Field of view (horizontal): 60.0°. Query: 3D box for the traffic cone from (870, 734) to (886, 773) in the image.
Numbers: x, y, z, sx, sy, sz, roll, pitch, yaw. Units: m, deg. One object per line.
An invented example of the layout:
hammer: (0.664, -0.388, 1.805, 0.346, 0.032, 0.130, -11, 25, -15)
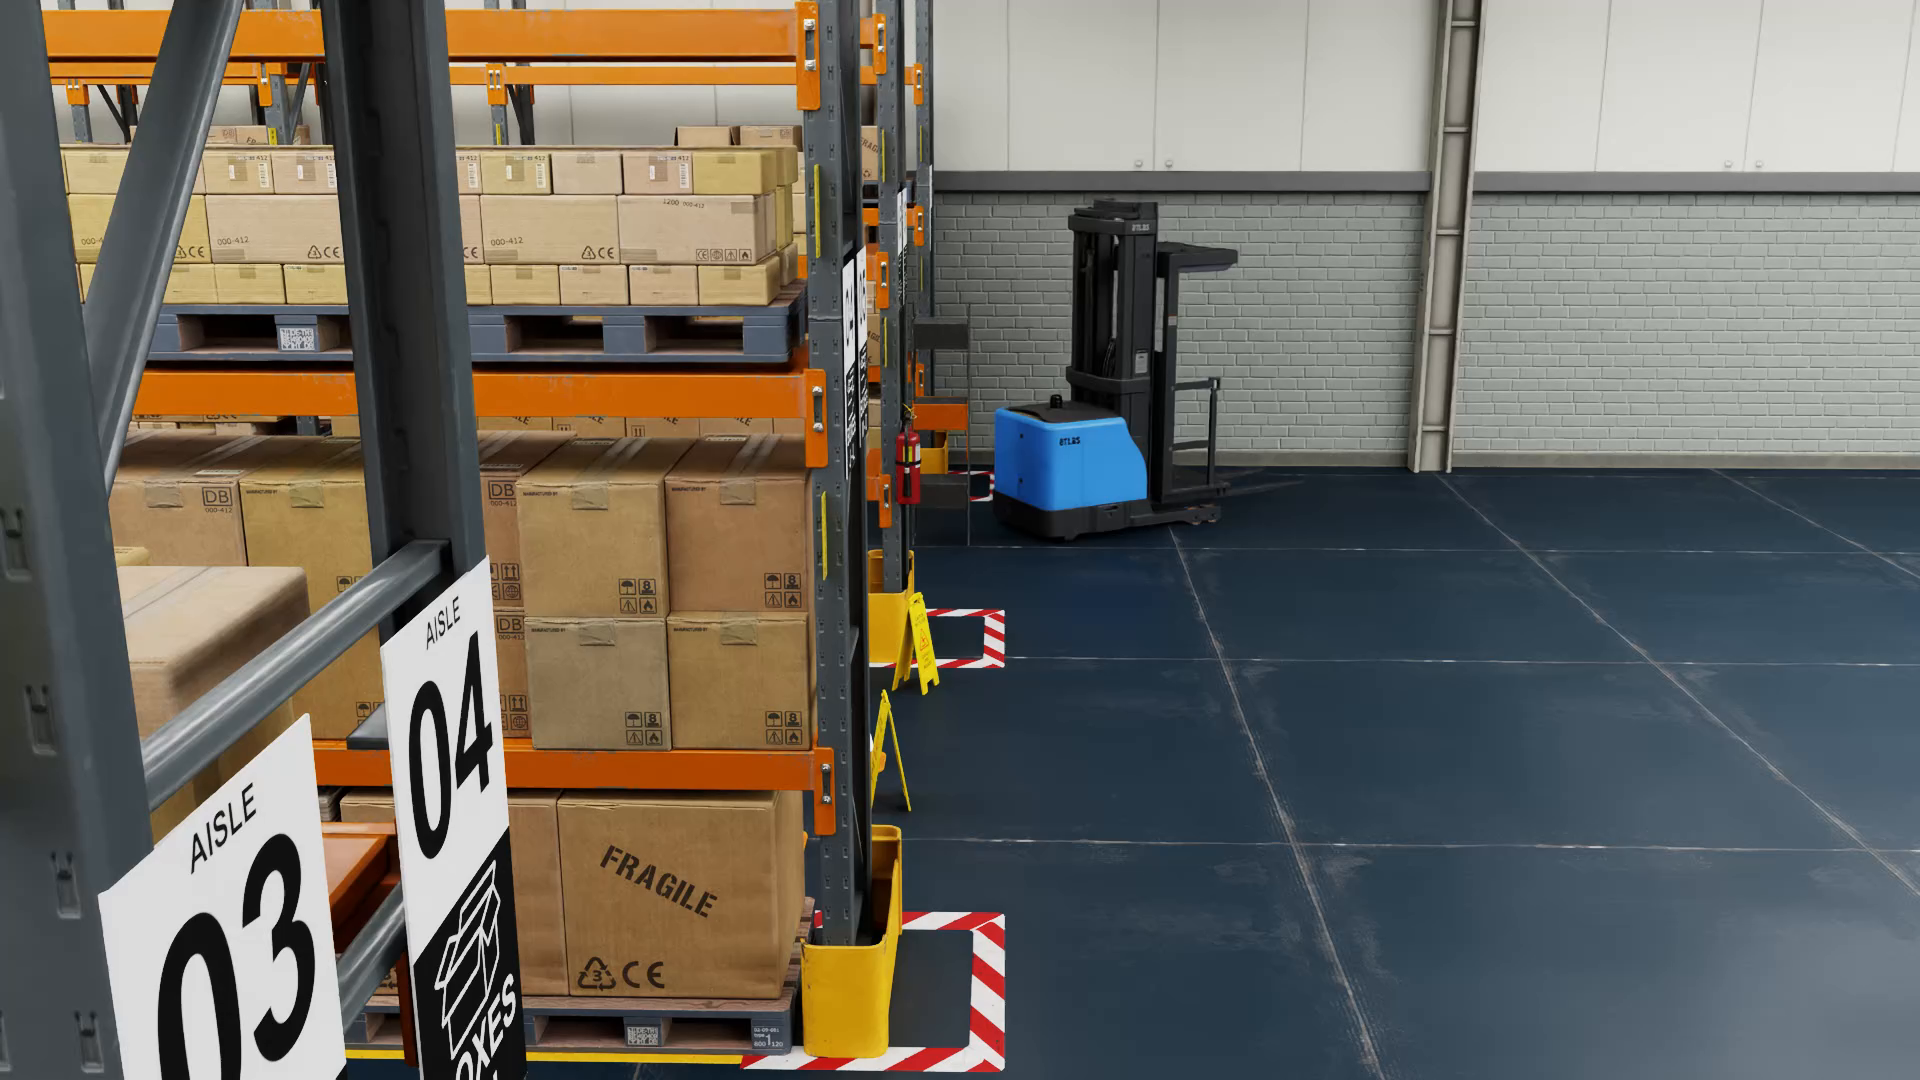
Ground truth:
traffic cone: (-0.610, 1.095, 9.781, 0.334, 0.463, 0.336, 0, 15, 1)

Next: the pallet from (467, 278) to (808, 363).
pallet: (-1.226, -0.889, 6.625, 1.213, 0.211, 1.003, 0, 15, 1)

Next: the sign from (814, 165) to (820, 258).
sign: (-0.512, -1.182, 5.978, 0.005, 0.325, 0.100, 0, 15, 1)

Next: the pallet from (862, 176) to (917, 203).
pallet: (-1.042, -3.427, 16.244, 1.213, 0.211, 1.003, 0, 15, 1)

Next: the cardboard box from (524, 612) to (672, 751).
cardboard box: (-1.407, 0.459, 6.926, 0.550, 0.550, 0.875, 0, 15, 1)

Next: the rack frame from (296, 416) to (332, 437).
rack frame: (-4.458, -0.769, 11.874, 0.127, 3.000, 1.000, 0, 15, 1)

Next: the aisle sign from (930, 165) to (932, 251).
aisle sign: (-0.278, -3.190, 15.956, 0.004, 0.787, 0.394, 0, 15, 1)

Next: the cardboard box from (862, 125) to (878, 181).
cardboard box: (-0.785, -3.699, 15.886, 0.500, 0.500, 0.500, 1, 15, 3)

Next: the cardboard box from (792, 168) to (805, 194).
cardboard box: (-1.061, -2.396, 11.089, 0.250, 0.149, 0.380, 1, 15, 2)

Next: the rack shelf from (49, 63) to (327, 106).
rack shelf: (-6.457, -3.141, 11.300, 4.000, 0.370, 1.077, 0, 15, 1)

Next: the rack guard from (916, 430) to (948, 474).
rack guard: (-0.312, -0.800, 16.891, 0.348, 0.500, 1.175, 0, 15, 1)

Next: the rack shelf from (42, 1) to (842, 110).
rack shelf: (-2.484, -1.852, 6.415, 4.000, 0.370, 1.077, 0, 15, 1)

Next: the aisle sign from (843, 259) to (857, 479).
aisle sign: (-0.421, -0.660, 6.364, 0.004, 0.787, 0.394, 0, 15, 1)

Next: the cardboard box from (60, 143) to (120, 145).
cardboard box: (-6.061, -2.564, 11.288, 0.500, 0.250, 0.500, 1, 15, 2)

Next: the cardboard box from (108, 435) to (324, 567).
cardboard box: (-3.026, -0.077, 6.840, 0.550, 0.550, 0.875, 0, 15, 1)

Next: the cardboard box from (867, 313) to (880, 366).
cardboard box: (-0.835, -1.993, 16.318, 0.500, 0.500, 0.500, 0, 15, 0)

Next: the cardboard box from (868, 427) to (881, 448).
cardboard box: (-0.831, -1.047, 16.516, 0.500, 0.250, 0.500, 0, 15, 1)

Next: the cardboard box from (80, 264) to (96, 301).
cardboard box: (-3.111, -0.991, 6.309, 0.250, 0.149, 0.380, 0, 15, 1)

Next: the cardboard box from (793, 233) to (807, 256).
cardboard box: (-1.072, -1.996, 11.137, 0.250, 0.149, 0.380, 0, 15, 2)

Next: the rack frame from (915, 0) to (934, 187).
rack frame: (-0.336, -4.909, 15.808, 0.127, 3.000, 1.000, 0, 15, 1)

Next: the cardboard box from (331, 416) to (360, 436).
cardboard box: (-4.025, -0.887, 11.543, 0.500, 0.500, 0.500, 0, 15, 1)

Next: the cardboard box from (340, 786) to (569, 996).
cardboard box: (-2.044, 1.352, 7.178, 0.875, 0.875, 0.875, 0, 15, 1)

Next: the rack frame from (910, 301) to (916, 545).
rack frame: (-0.409, -1.018, 14.582, 0.015, 2.100, 0.400, 0, 15, 1)

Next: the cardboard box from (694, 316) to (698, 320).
cardboard box: (-1.993, -1.348, 11.331, 0.500, 0.500, 0.700, 0, 15, 1)

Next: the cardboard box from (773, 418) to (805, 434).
cardboard box: (-1.009, -0.868, 11.471, 0.500, 0.500, 0.500, 0, 15, 0)

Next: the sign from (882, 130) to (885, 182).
sign: (-0.493, -2.480, 10.743, 0.005, 0.325, 0.100, 0, 15, 1)

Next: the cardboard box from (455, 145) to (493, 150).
cardboard box: (-2.081, -1.537, 6.817, 0.250, 0.149, 0.380, 0, 15, 1)

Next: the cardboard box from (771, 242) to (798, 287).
cardboard box: (-0.819, -1.144, 6.889, 0.250, 0.149, 0.380, 0, 15, 2)

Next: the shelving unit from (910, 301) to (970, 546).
shelving unit: (-0.165, -1.016, 14.576, 0.503, 2.100, 0.431, 0, 15, 1)

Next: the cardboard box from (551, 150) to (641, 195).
cardboard box: (-1.336, -1.365, 6.163, 0.250, 0.149, 0.380, 1, 15, 2)

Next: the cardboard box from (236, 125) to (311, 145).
cardboard box: (-6.598, -3.737, 16.030, 0.500, 0.500, 0.500, 1, 15, 3)

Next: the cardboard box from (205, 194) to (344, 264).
cardboard box: (-2.487, -1.195, 6.301, 0.500, 0.250, 0.500, 1, 15, 2)

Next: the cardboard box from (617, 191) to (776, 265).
cardboard box: (-0.981, -1.185, 6.262, 0.500, 0.250, 0.500, 1, 15, 2)

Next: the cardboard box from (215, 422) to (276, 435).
cardboard box: (-4.979, -0.783, 11.598, 0.250, 0.149, 0.380, 1, 15, 2)

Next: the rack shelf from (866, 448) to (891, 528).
rack shelf: (-2.458, -0.408, 11.916, 4.000, 0.370, 1.077, 0, 15, 1)

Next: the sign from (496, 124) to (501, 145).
sign: (-4.339, -3.749, 15.658, 0.005, 0.325, 0.100, 0, 15, 1)

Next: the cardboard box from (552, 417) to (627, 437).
cardboard box: (-2.515, -0.885, 11.535, 0.500, 0.500, 0.500, 1, 15, 2)

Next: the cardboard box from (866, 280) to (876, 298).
cardboard box: (-0.947, -2.457, 16.221, 0.250, 0.149, 0.380, 0, 15, 2)

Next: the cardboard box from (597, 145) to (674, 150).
cardboard box: (-1.316, -1.532, 6.798, 0.250, 0.149, 0.380, 0, 15, 1)

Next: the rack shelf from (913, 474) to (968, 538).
rack shelf: (-0.165, -0.326, 14.758, 0.480, 0.518, 0.431, 0, 15, 1)

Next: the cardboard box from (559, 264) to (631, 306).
cardboard box: (-1.334, -0.979, 6.264, 0.250, 0.149, 0.380, 1, 15, 2)

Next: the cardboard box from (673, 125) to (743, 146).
cardboard box: (-2.390, -3.747, 16.059, 0.637, 0.503, 0.797, 1, 15, 3)

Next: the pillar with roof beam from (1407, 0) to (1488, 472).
pillar with roof beam: (4.879, -4.007, 12.387, 0.400, 9.000, 9.100, 0, 15, 1)

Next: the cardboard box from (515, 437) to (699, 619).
cardboard box: (-1.407, -0.067, 6.802, 0.550, 0.550, 0.875, 0, 15, 1)

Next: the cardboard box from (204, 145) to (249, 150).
cardboard box: (-3.096, -1.544, 6.843, 0.250, 0.149, 0.380, 0, 15, 2)

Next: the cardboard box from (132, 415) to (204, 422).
cardboard box: (-5.421, -1.111, 11.570, 0.500, 0.500, 0.500, 0, 15, 2)

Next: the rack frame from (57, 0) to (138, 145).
rack frame: (-8.333, -4.961, 16.005, 0.127, 3.000, 1.000, 0, 15, 1)

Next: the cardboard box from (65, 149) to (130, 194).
cardboard box: (-3.109, -1.376, 6.207, 0.250, 0.149, 0.380, 1, 15, 2)

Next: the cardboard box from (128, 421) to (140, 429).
cardboard box: (-5.756, -0.783, 11.596, 0.250, 0.149, 0.380, 0, 15, 2)

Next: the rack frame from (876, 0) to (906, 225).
rack frame: (-0.459, -3.643, 11.010, 0.127, 3.000, 1.000, 0, 15, 1)

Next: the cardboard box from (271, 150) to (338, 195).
cardboard box: (-2.355, -1.371, 6.187, 0.250, 0.149, 0.380, 0, 15, 2)

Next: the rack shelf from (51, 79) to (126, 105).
rack shelf: (-10.333, -4.433, 16.197, 4.000, 0.370, 1.077, 0, 15, 1)

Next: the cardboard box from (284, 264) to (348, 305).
cardboard box: (-2.350, -0.986, 6.290, 0.250, 0.149, 0.380, 1, 15, 2)

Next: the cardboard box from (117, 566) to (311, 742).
cardboard box: (-0.981, 0.153, 2.012, 0.250, 0.149, 0.380, 0, 15, 1)

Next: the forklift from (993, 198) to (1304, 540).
forklift: (1.849, -1.662, 15.394, 3.031, 2.935, 1.130, -8, 17, -27)

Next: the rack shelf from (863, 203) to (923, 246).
rack shelf: (-2.335, -3.124, 16.331, 4.000, 0.370, 1.077, 0, 15, 1)
